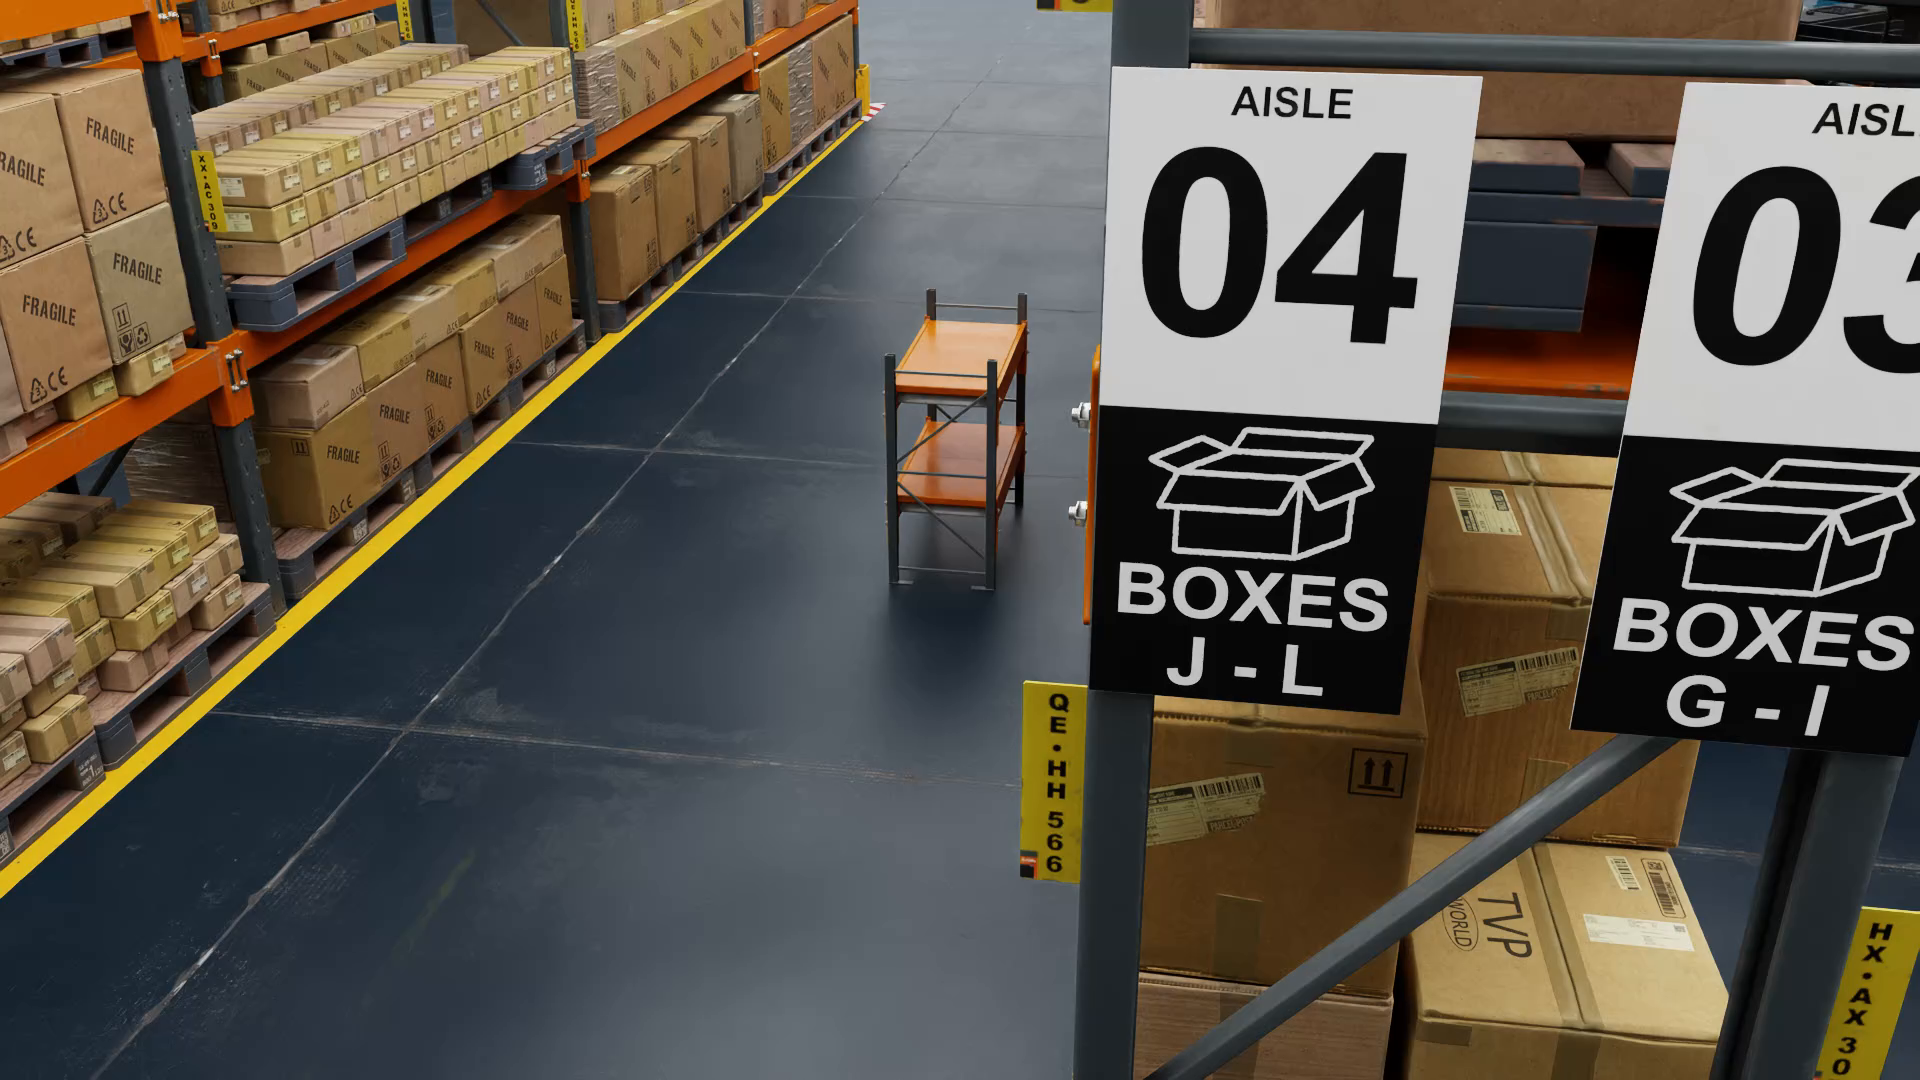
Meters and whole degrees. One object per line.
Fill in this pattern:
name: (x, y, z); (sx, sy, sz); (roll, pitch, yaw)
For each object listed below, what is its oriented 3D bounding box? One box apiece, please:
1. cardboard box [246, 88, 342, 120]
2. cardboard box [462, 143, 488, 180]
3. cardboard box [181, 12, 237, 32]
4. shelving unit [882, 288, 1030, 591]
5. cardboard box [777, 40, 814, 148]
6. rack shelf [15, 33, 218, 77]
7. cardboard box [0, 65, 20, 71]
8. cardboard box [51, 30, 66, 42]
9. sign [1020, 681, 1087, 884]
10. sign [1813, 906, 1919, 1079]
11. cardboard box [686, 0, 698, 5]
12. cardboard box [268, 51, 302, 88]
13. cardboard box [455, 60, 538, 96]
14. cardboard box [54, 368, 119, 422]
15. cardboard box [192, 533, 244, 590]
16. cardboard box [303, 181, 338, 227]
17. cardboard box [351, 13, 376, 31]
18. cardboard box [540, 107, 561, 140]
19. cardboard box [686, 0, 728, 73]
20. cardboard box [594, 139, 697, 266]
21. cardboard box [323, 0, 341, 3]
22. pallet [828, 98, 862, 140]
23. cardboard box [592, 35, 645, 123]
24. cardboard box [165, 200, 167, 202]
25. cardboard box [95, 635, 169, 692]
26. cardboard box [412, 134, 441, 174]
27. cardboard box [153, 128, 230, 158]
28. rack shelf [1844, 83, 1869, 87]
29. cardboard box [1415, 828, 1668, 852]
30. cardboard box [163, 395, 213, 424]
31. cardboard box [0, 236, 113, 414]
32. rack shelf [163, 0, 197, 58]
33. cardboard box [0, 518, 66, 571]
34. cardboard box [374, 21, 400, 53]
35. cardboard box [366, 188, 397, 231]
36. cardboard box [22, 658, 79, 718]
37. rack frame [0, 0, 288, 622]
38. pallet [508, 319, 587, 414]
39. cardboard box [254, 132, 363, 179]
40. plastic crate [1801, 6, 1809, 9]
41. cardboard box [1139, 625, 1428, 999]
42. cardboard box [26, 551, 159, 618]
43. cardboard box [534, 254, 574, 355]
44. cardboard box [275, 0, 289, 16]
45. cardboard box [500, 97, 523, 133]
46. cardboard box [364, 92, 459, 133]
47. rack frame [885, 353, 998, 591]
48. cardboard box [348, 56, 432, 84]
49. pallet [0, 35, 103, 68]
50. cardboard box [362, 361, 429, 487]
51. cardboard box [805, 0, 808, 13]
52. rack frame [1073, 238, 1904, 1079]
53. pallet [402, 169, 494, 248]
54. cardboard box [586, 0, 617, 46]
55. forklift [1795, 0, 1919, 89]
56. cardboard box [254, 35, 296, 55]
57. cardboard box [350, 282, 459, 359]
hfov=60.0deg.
cardboard box: (-3.424, -2.225, 8.565); (0.380, 0.149, 0.250); (4, 25, 8)
cardboard box: (-2.742, -2.015, 8.818); (0.380, 0.149, 0.250); (5, 26, 10)
cardboard box: (-6.778, -4.682, 15.011); (0.380, 0.149, 0.250); (4, 25, 8)
shelving unit: (-0.001, -0.507, 8.005); (0.538, 1.125, 1.048); (4, 25, 9)
cardboard box: (-1.931, -4.249, 15.801); (0.875, 0.875, 0.875); (4, 25, 9)
rack shelf: (-7.473, -3.524, 13.090); (1.077, 0.370, 4.000); (4, 25, 9)
cardboard box: (-3.868, -1.501, 6.270); (0.500, 0.500, 0.500); (5, 25, 10)
cardboard box: (-7.284, -4.000, 13.058); (0.380, 0.149, 0.250); (3, 25, 7)
sign: (0.136, 0.344, 2.332); (0.100, 0.325, 0.005); (4, 25, 9)
sign: (1.216, 0.632, 2.247); (0.100, 0.325, 0.005); (4, 25, 9)
cardboard box: (-2.404, -4.461, 12.944); (0.700, 0.500, 0.500); (4, 25, 8)
cardboard box: (-6.708, -4.424, 16.026); (0.500, 0.500, 0.500); (5, 26, 11)
cardboard box: (-2.614, -2.608, 9.382); (0.380, 0.149, 0.250); (5, 26, 10)
cardboard box: (-3.407, -0.568, 6.221); (0.380, 0.149, 0.250); (5, 26, 11)
cardboard box: (-3.292, 0.080, 7.057); (0.380, 0.149, 0.250); (5, 25, 10)
cardboard box: (-2.995, -1.493, 7.350); (0.380, 0.149, 0.250); (4, 25, 7)
cardboard box: (-6.360, -5.426, 17.403); (0.380, 0.149, 0.250); (5, 26, 10)
cardboard box: (-2.570, -2.447, 9.741); (0.380, 0.149, 0.250); (4, 25, 8)
cardboard box: (-2.151, -3.983, 13.103); (0.500, 0.500, 0.500); (4, 25, 8)
cardboard box: (-2.572, -2.499, 12.208); (1.050, 0.750, 0.750); (4, 25, 9)
cardboard box: (-6.483, -5.535, 16.832); (0.380, 0.149, 0.250); (4, 25, 8)
pallet: (-1.646, -4.456, 17.521); (1.003, 0.211, 1.213); (4, 25, 9)
cardboard box: (-2.480, -3.140, 11.302); (0.500, 0.500, 0.500); (4, 25, 8)
cardboard box: (-3.684, -1.431, 7.219); (0.380, 0.149, 0.250); (5, 26, 10)
cardboard box: (-3.386, 0.466, 6.583); (0.380, 0.149, 0.250); (3, 25, 7)
cardboard box: (-2.826, -1.933, 8.292); (0.380, 0.149, 0.250); (4, 25, 8)
cardboard box: (-3.594, -1.788, 7.630); (0.380, 0.149, 0.250); (3, 25, 7)
rack shelf: (7.844, -4.167, 14.464); (1.077, 0.370, 4.000); (4, 25, 9)
cardboard box: (1.092, 0.552, 3.358); (0.500, 0.250, 0.500); (4, 25, 8)
cardboard box: (-3.682, -0.767, 7.918); (0.500, 0.250, 0.500); (3, 25, 7)
cardboard box: (-3.440, -0.781, 5.911); (0.500, 0.500, 0.500); (3, 25, 7)
rack shelf: (-3.227, -2.909, 8.237); (1.077, 0.370, 4.000); (4, 25, 9)
cardboard box: (-3.918, 0.032, 6.808); (0.380, 0.149, 0.250); (5, 26, 11)
cardboard box: (-6.366, -5.291, 17.879); (0.500, 0.500, 0.500); (4, 25, 9)
cardboard box: (-2.909, -1.575, 7.877); (0.380, 0.149, 0.250); (4, 25, 9)
cardboard box: (-3.510, 0.513, 6.132); (0.380, 0.149, 0.250); (5, 25, 10)
rack frame: (-3.554, -1.040, 6.934); (1.000, 3.000, 0.127); (4, 25, 9)
pallet: (-3.029, -1.123, 10.401); (1.003, 0.211, 1.213); (4, 25, 9)
cardboard box: (-2.952, -1.743, 7.534); (0.380, 0.149, 0.250); (4, 25, 9)
plastic crate: (7.707, -4.858, 15.402); (0.298, 0.136, 0.250); (4, 25, 9)
cardboard box: (0.490, 0.390, 2.819); (0.500, 0.500, 0.500); (4, 25, 9)
cardboard box: (-3.391, 0.173, 6.509); (0.380, 0.149, 0.250); (4, 25, 8)
cardboard box: (-2.750, -1.478, 10.322); (0.500, 0.500, 0.500); (4, 25, 8)
cardboard box: (-6.688, -5.119, 15.945); (0.380, 0.149, 0.250); (4, 25, 8)
cardboard box: (-2.655, -2.359, 9.202); (0.380, 0.149, 0.250); (4, 25, 9)
cardboard box: (-2.785, -2.173, 8.452); (0.380, 0.149, 0.250); (5, 26, 10)
rack frame: (-0.084, -0.294, 7.551); (0.500, 1.125, 0.032); (4, 25, 9)
cardboard box: (-3.253, -2.664, 9.502); (0.380, 0.149, 0.250); (4, 25, 8)
pallet: (-7.517, -3.758, 12.965); (1.003, 0.211, 1.213); (4, 25, 9)
cardboard box: (-3.087, -0.610, 8.468); (0.500, 0.500, 0.500); (5, 26, 11)
cardboard box: (-1.938, -5.287, 15.830); (0.875, 0.550, 0.500); (4, 25, 9)
rack frame: (0.669, 1.019, 2.535); (1.000, 3.000, 0.127); (4, 25, 9)
pallet: (-3.183, -1.795, 8.773); (1.003, 0.211, 1.213); (4, 25, 9)
cardboard box: (-2.736, -3.610, 11.126); (0.700, 0.500, 0.500); (4, 25, 8)
forklift: (3.986, -1.229, 7.418); (3.031, 2.935, 1.130); (-16, 30, -31)
cardboard box: (-6.622, -4.756, 15.971); (0.380, 0.149, 0.250); (5, 26, 11)
cardboard box: (-3.000, -1.164, 8.768); (0.500, 0.250, 0.500); (5, 26, 11)
